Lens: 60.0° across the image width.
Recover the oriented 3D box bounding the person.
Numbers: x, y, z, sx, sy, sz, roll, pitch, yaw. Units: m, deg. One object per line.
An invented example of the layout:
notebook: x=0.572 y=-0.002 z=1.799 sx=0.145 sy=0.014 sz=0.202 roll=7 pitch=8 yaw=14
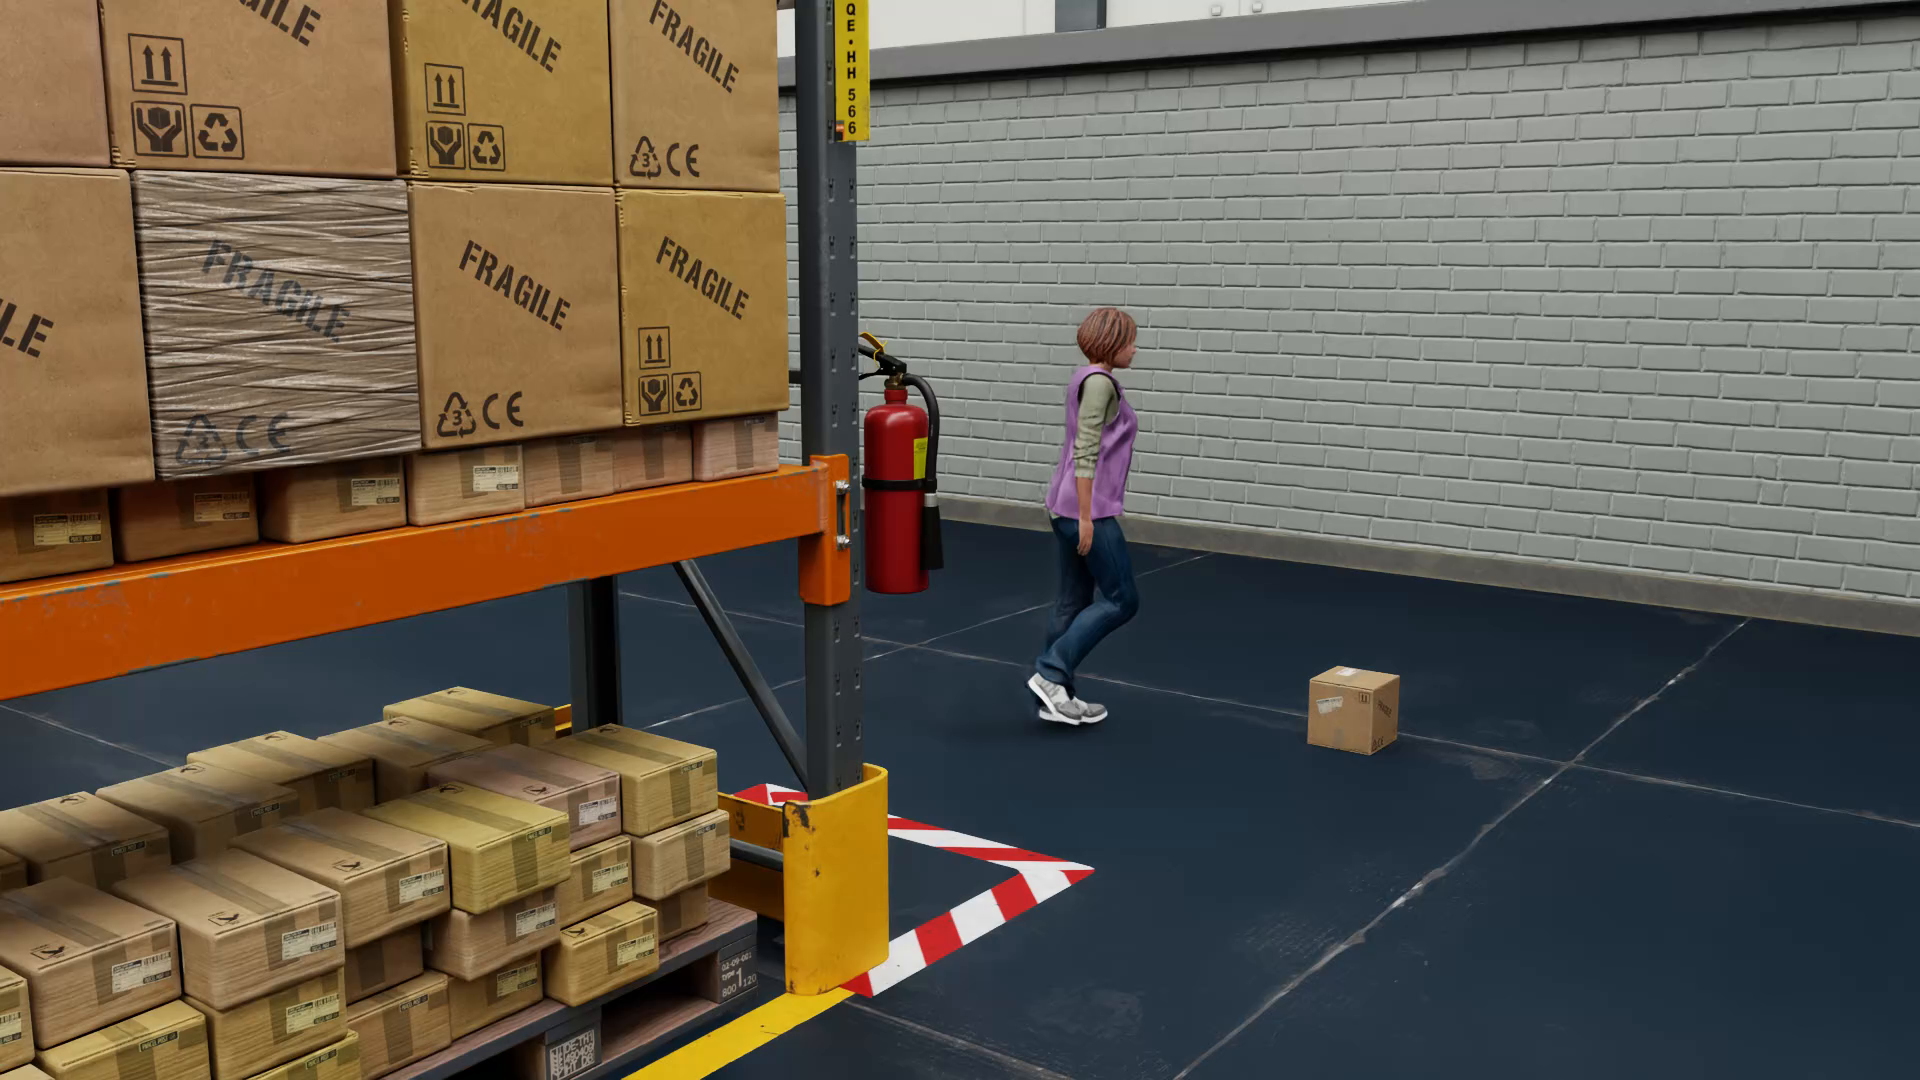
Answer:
person: x=0.460 y=-0.073 z=6.307 sx=0.420 sy=1.579 sz=0.440 roll=-1 pitch=10 yaw=-7
